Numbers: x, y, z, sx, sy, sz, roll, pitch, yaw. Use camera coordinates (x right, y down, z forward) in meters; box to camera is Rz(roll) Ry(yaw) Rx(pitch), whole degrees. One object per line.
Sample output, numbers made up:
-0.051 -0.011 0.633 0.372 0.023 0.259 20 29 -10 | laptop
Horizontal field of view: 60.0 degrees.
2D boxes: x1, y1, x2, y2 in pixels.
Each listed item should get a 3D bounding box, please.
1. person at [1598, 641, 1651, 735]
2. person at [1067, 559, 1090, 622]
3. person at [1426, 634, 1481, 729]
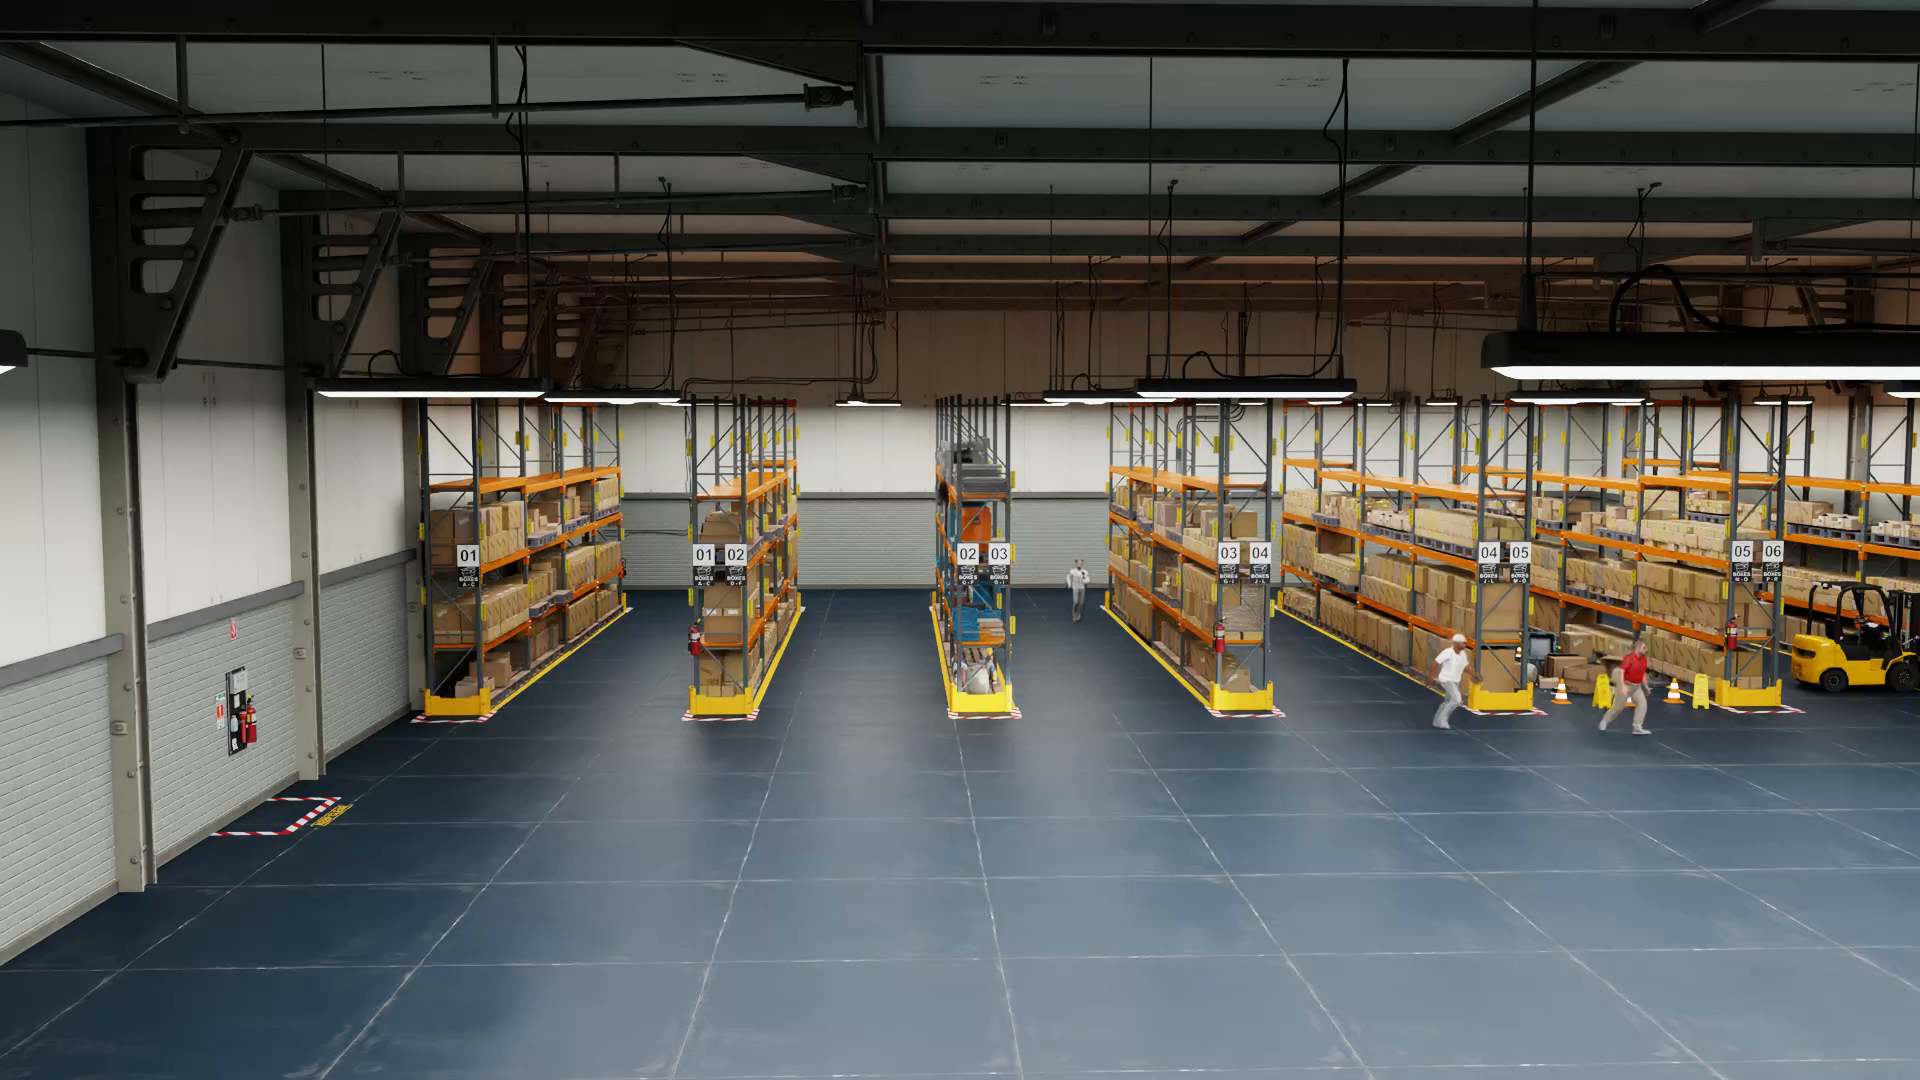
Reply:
11.782 2.587 29.380 0.742 1.659 0.881 -3 5 -30 | person
3.196 1.359 44.772 0.581 1.718 0.699 0 5 -3 | person
8.814 2.518 29.643 0.684 1.708 0.803 -4 6 -42 | person
